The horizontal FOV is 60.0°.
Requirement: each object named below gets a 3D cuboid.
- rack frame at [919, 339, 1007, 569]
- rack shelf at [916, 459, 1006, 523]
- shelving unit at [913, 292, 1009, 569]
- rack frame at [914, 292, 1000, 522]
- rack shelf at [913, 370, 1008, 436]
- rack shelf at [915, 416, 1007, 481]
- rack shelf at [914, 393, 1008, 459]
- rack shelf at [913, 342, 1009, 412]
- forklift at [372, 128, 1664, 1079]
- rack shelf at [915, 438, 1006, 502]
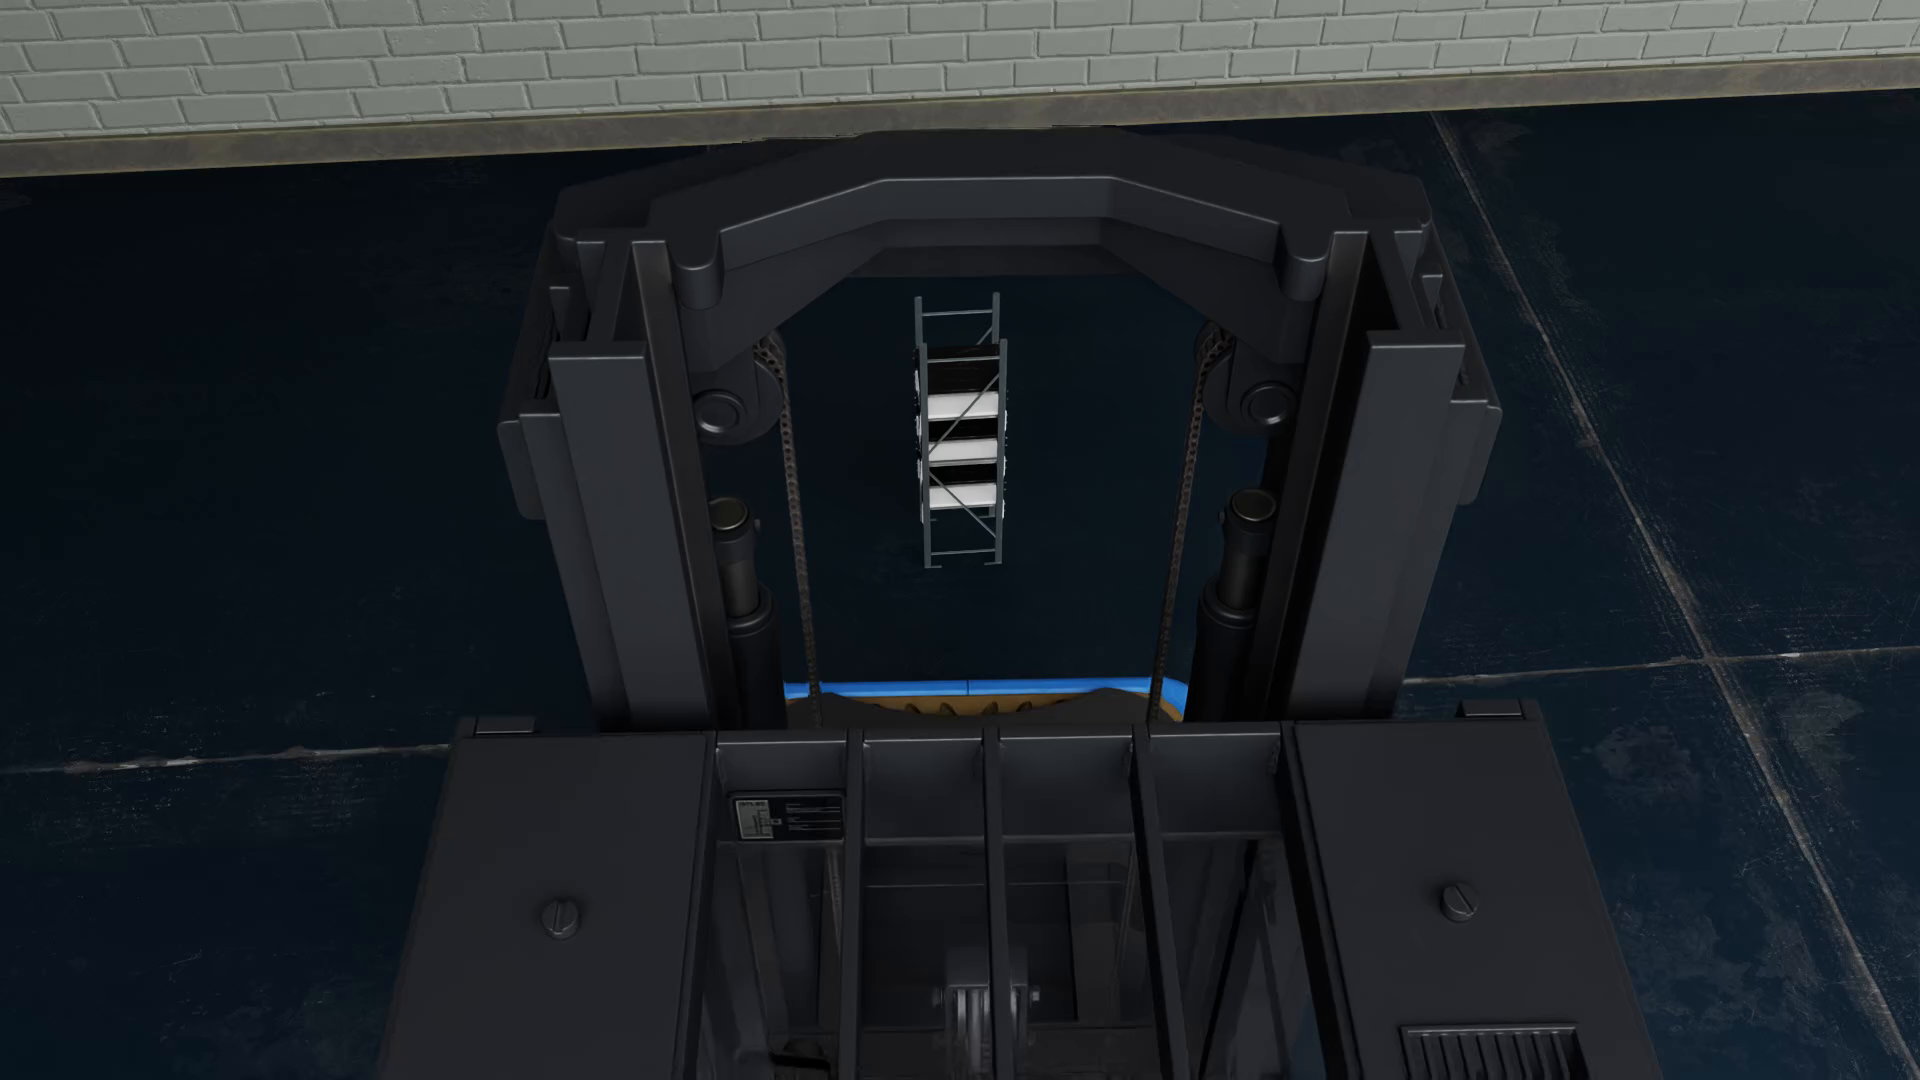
[{"bbox_3d":[0.009,-0.230,4.848,0.240,0.900,0.006,-3,47,-3],"label":"rack frame"},{"bbox_3d":[0.001,-0.157,5.073,0.258,0.077,0.200,-3,47,-3],"label":"rack shelf"},{"bbox_3d":[0.001,-0.304,4.918,0.258,0.900,0.210,-3,47,-3],"label":"shelving unit"},{"bbox_3d":[-0.008,-0.377,4.987,0.240,0.900,0.006,-3,47,-3],"label":"rack frame"},{"bbox_3d":[0.001,-0.404,4.811,0.258,0.077,0.200,-3,47,-3],"label":"rack shelf"},{"bbox_3d":[0.001,-0.281,4.942,0.258,0.077,0.200,-3,47,-3],"label":"rack shelf"},{"bbox_3d":[0.001,-0.343,4.877,0.258,0.077,0.200,-3,47,-3],"label":"rack shelf"},{"bbox_3d":[0.001,-0.466,4.746,0.258,0.077,0.200,-3,47,-3],"label":"rack shelf"},{"bbox_3d":[0.047,1.095,2.194,1.130,2.935,3.031,-1,47,-1],"label":"forklift"},{"bbox_3d":[0.001,-0.219,5.007,0.258,0.077,0.200,-3,47,-3],"label":"rack shelf"}]
